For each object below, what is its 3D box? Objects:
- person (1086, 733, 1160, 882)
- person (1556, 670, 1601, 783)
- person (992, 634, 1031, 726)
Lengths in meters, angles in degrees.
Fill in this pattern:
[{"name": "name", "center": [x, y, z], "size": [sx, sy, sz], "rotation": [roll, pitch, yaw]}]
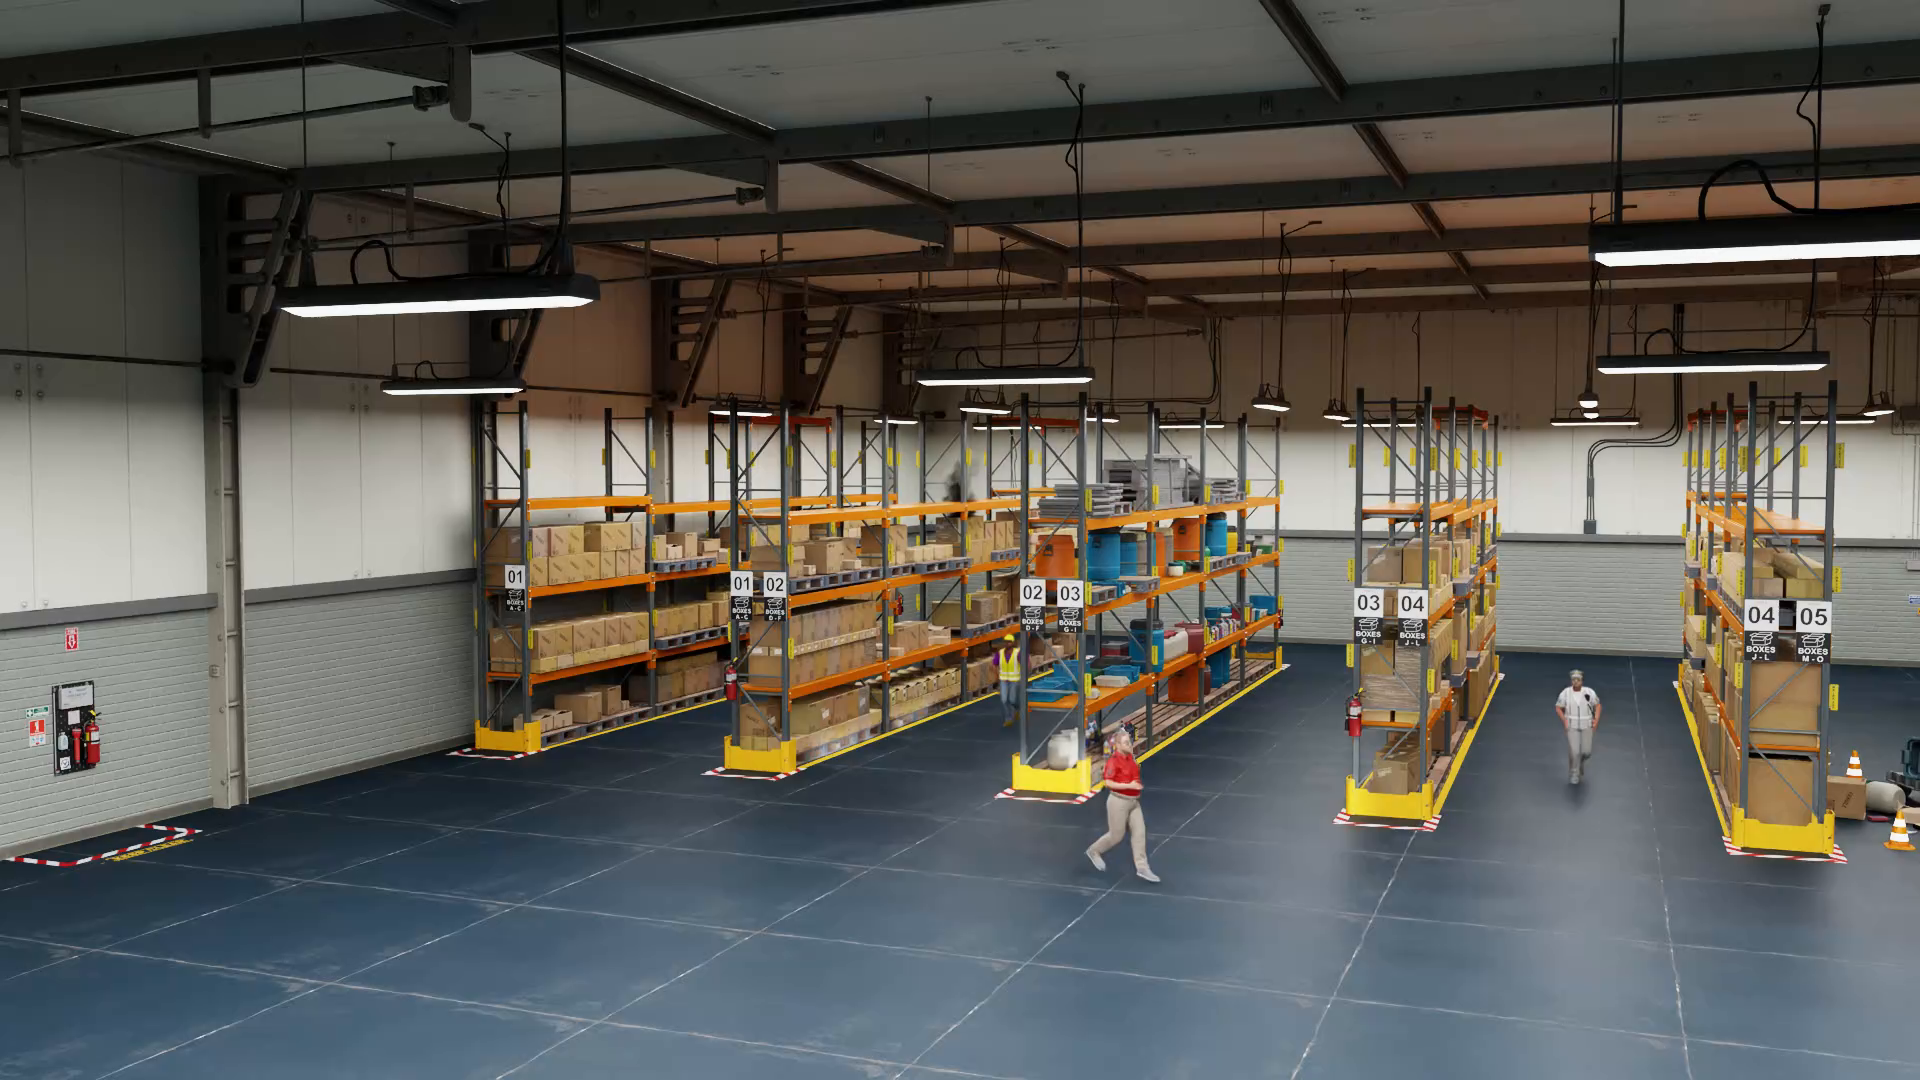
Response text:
[{"name": "person", "center": [1.948, 3.155, 19.767], "size": [0.973, 1.721, 0.661], "rotation": [2, 4, 40]}, {"name": "person", "center": [9.582, 2.883, 25.773], "size": [0.666, 1.752, 0.550], "rotation": [1, 3, 17]}, {"name": "person", "center": [0.948, 2.624, 31.142], "size": [0.736, 1.722, 0.605], "rotation": [1, 3, 15]}]
